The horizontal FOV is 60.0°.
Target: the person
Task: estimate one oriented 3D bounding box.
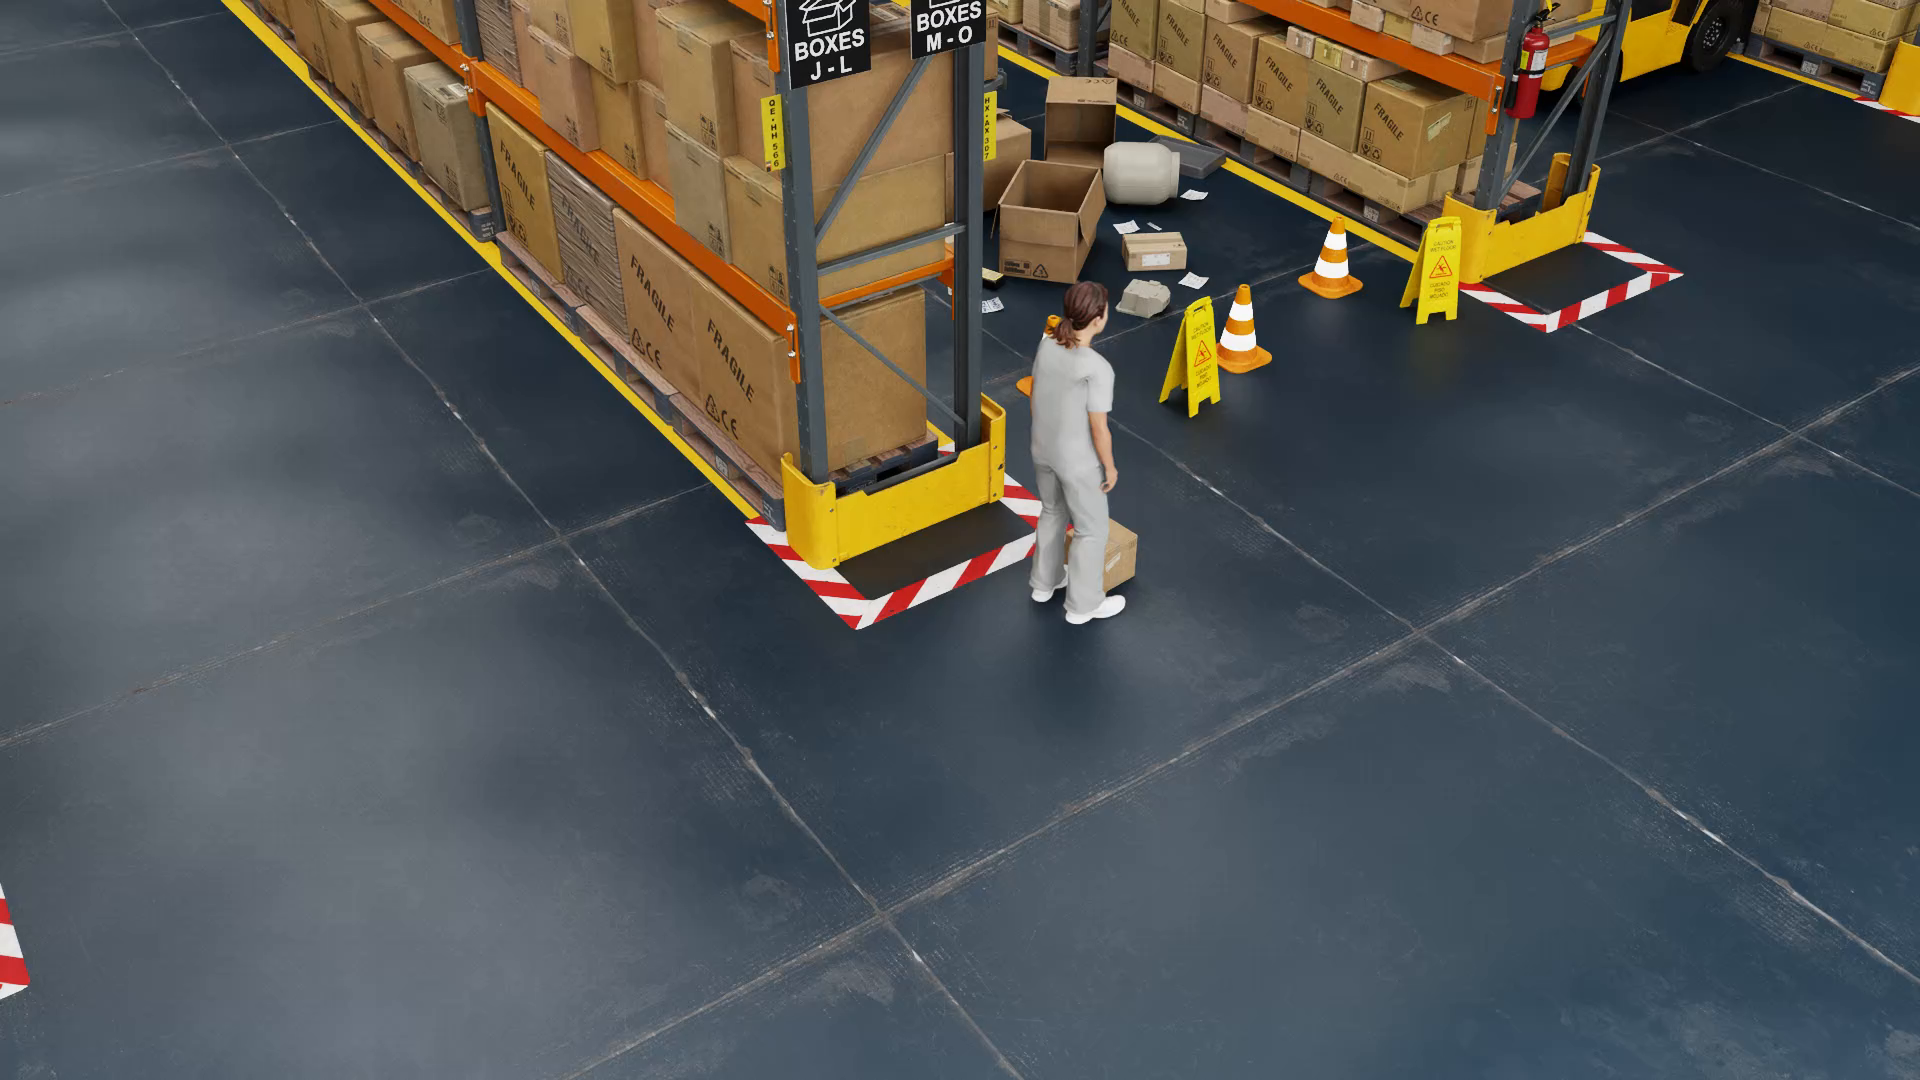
[{"bbox_3d":[0.514,-0.389,7.528,0.356,1.673,0.493,-27,44,-31],"label":"person"}]
